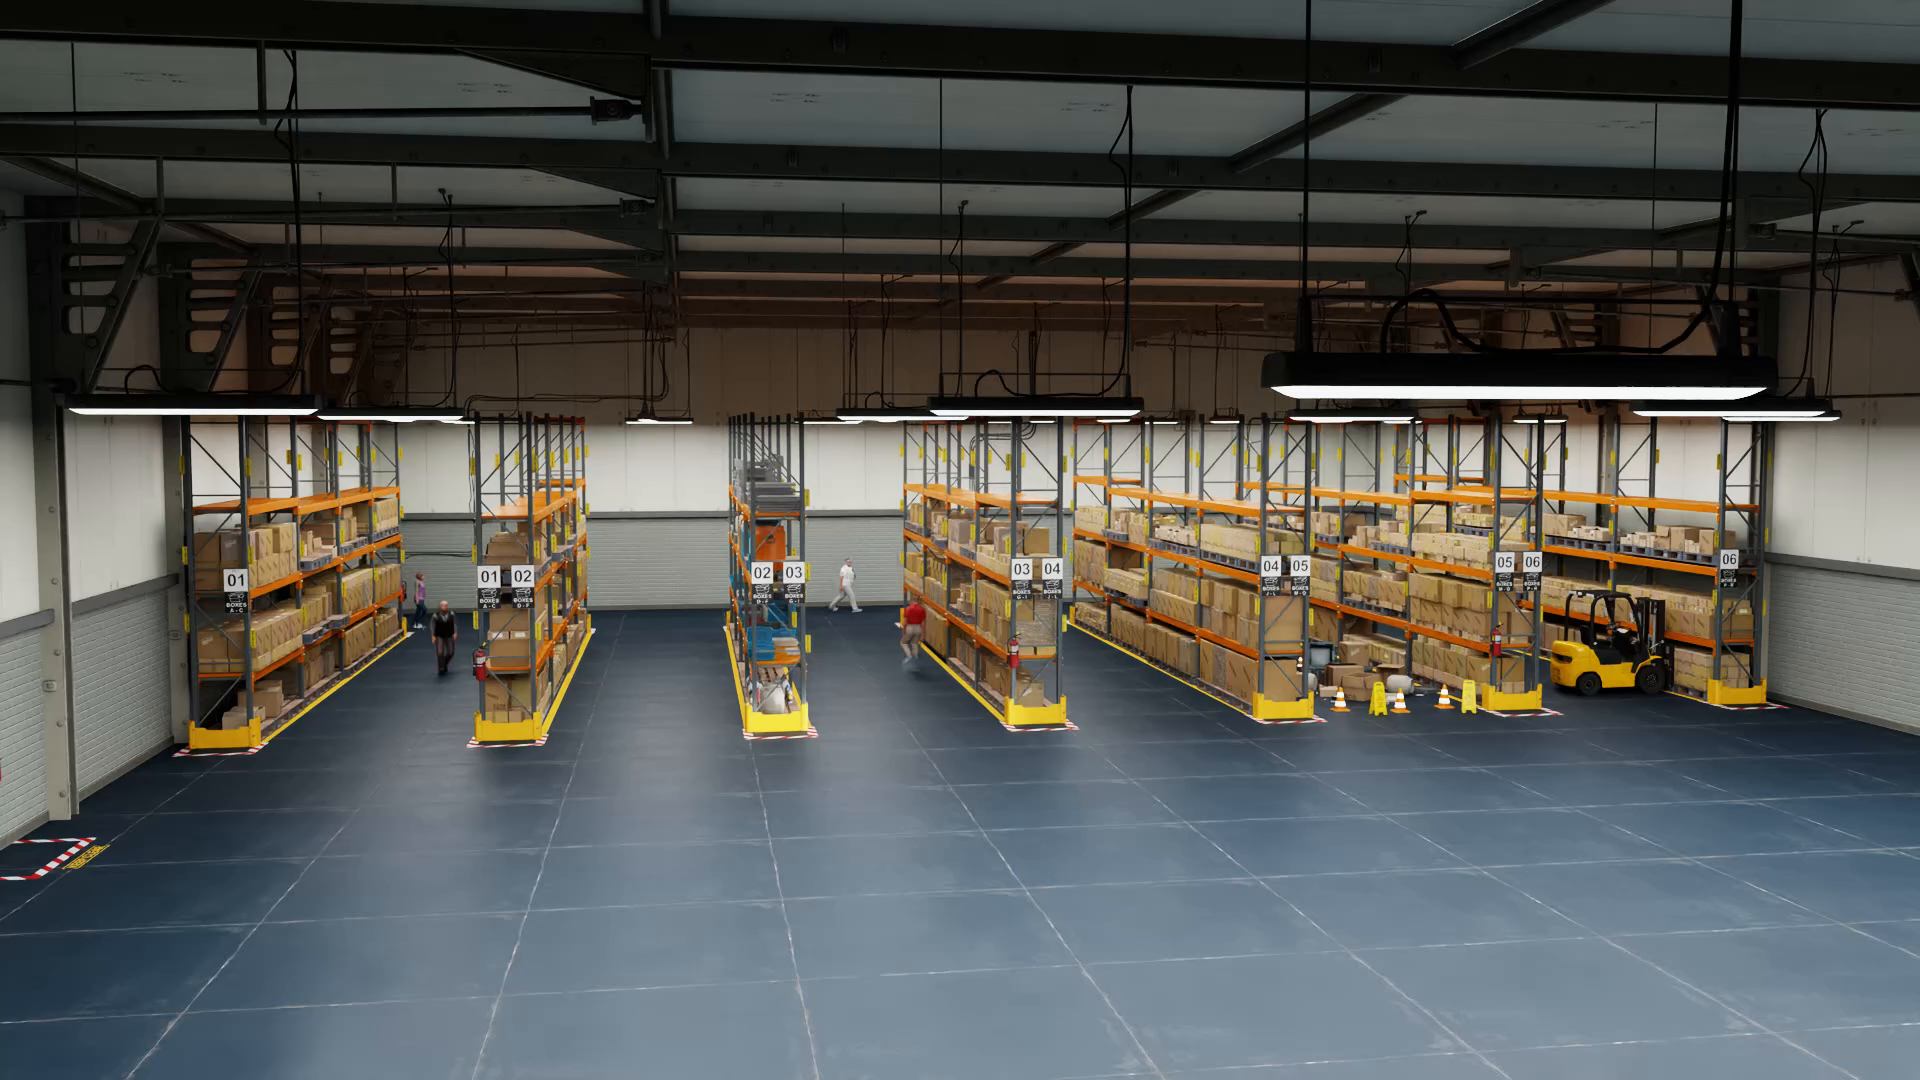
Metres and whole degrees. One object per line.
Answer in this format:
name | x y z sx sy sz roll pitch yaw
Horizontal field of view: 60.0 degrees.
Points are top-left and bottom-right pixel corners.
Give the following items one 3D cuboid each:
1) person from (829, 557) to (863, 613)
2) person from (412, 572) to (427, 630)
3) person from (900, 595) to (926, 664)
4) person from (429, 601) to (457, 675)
person | -3.520 1.379 51.381 1.130 1.703 0.517 1 4 8
person | -15.335 1.721 47.191 0.448 1.625 0.445 -1 4 -8
person | -1.099 2.096 39.049 0.595 1.606 0.533 -1 4 -14
person | -11.998 2.257 38.594 0.632 1.707 0.586 -2 4 -25
